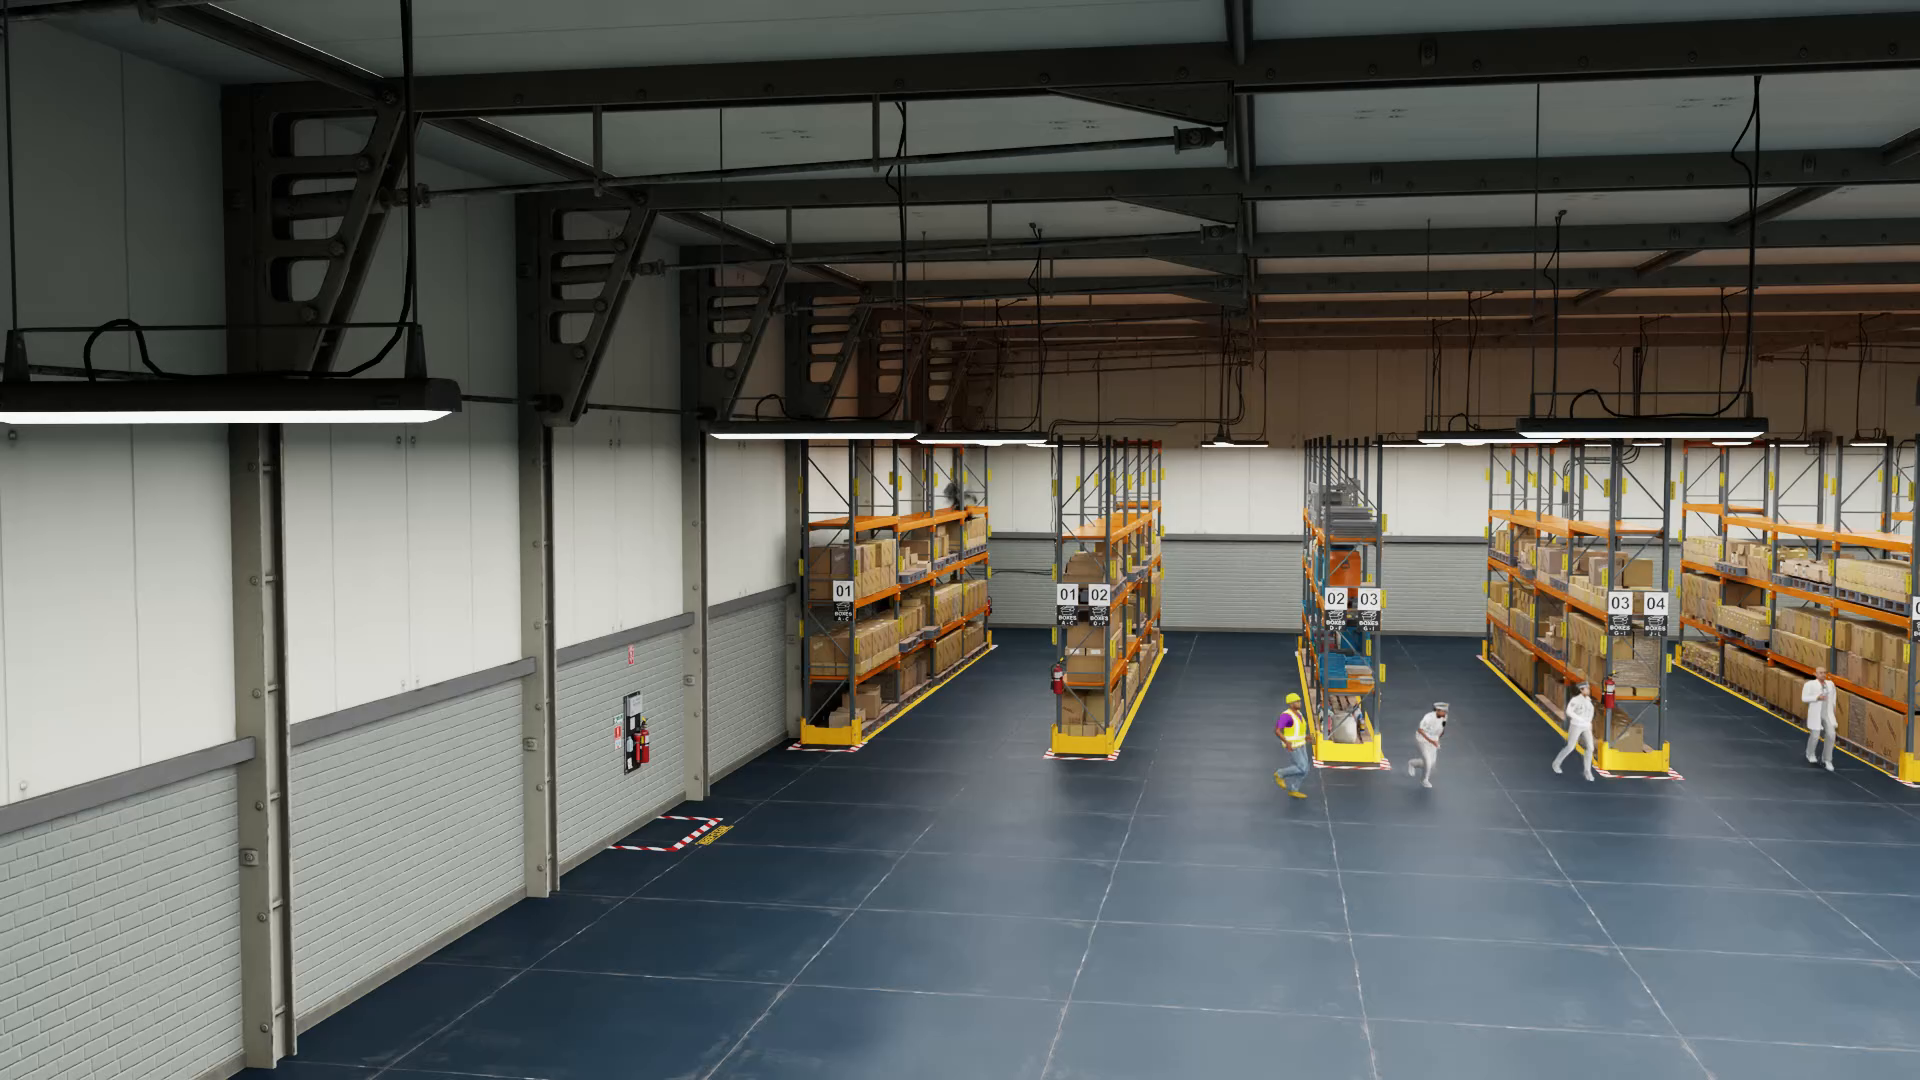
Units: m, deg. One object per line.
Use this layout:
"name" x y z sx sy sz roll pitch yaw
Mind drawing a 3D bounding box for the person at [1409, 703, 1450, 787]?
"person" 8.003 3.463 28.333 0.591 1.478 0.851 -2 3 -27

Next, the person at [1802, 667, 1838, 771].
"person" 15.535 3.208 30.020 0.687 1.845 0.811 0 3 7

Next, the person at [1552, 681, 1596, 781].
"person" 10.888 3.310 29.138 0.678 1.702 0.838 -1 3 -25

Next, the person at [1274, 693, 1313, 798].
"person" 5.502 3.381 27.458 0.577 1.705 0.705 2 4 37
